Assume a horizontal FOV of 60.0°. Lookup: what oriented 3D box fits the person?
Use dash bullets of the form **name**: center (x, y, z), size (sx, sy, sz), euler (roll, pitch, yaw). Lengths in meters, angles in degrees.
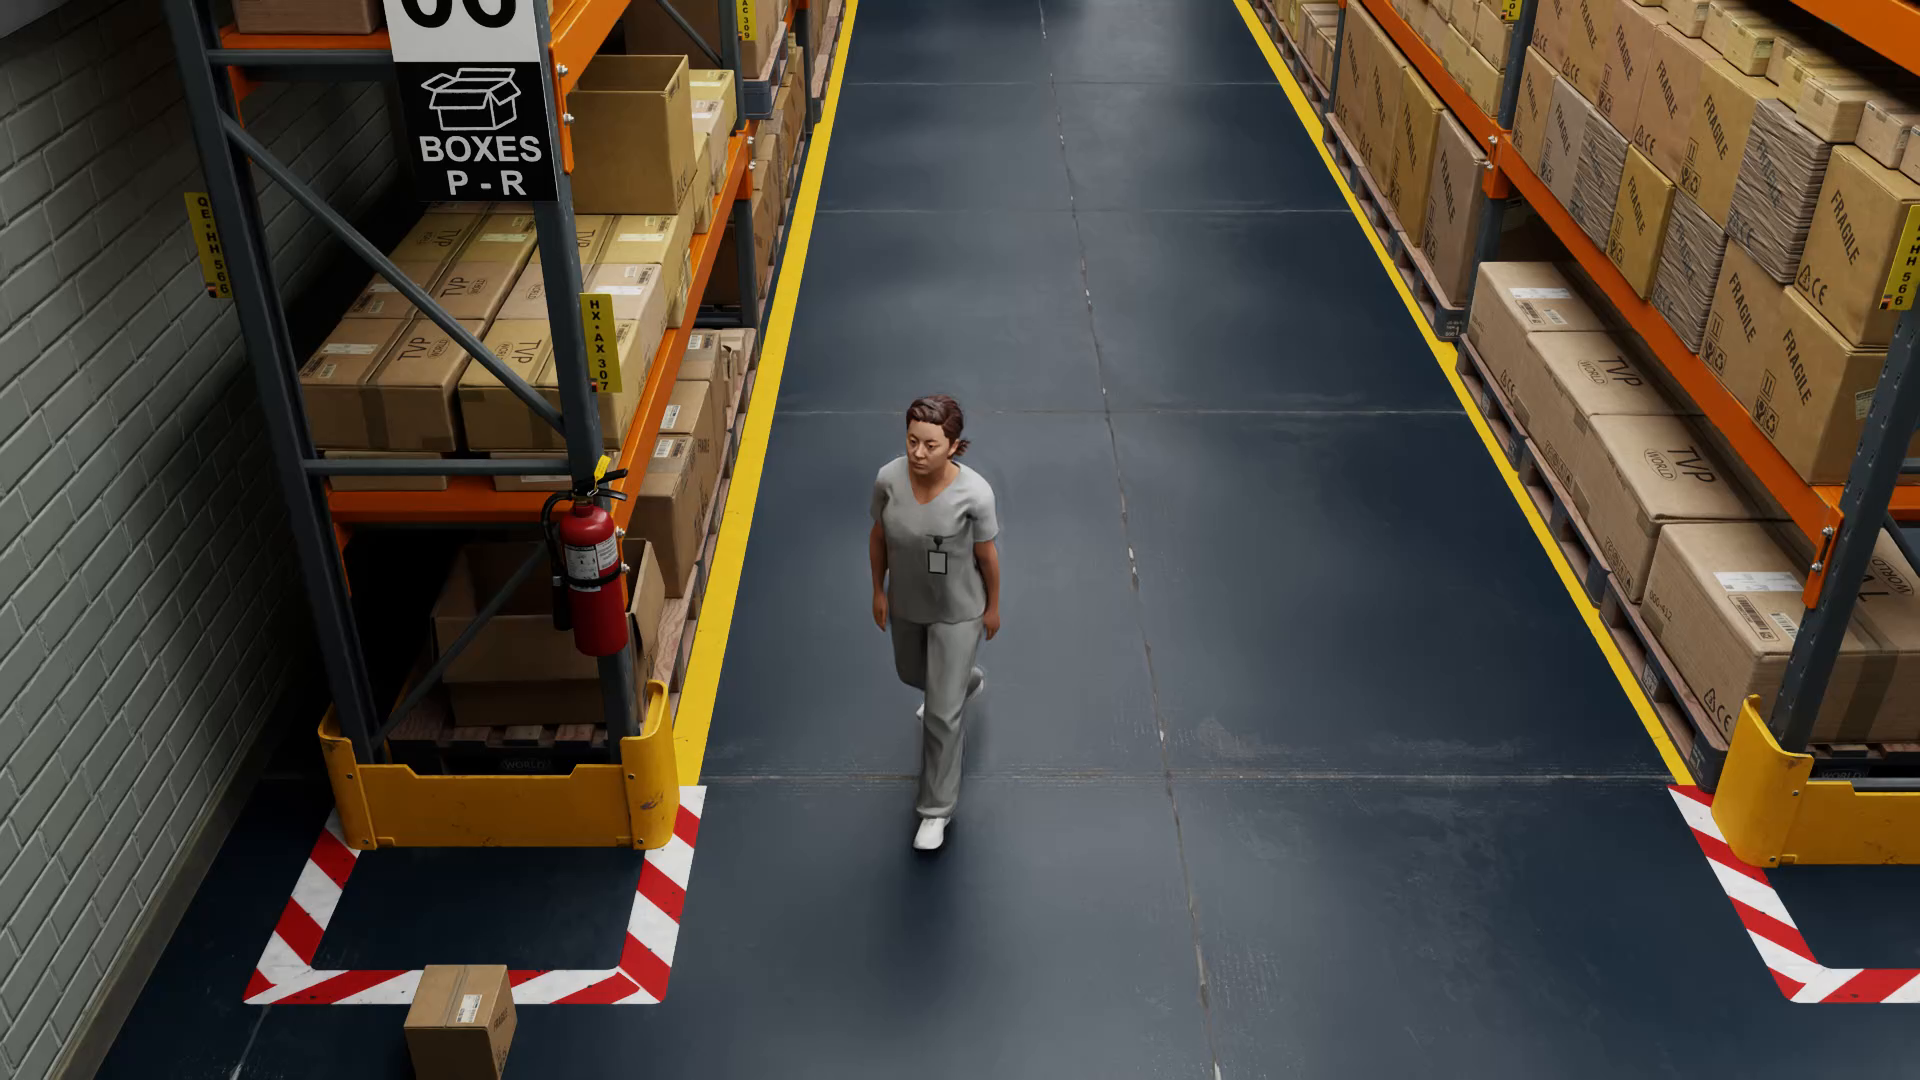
- **person**: center (-0.077, 0.200, 5.824), size (0.451, 1.643, 0.890), euler (14, 34, 22)
